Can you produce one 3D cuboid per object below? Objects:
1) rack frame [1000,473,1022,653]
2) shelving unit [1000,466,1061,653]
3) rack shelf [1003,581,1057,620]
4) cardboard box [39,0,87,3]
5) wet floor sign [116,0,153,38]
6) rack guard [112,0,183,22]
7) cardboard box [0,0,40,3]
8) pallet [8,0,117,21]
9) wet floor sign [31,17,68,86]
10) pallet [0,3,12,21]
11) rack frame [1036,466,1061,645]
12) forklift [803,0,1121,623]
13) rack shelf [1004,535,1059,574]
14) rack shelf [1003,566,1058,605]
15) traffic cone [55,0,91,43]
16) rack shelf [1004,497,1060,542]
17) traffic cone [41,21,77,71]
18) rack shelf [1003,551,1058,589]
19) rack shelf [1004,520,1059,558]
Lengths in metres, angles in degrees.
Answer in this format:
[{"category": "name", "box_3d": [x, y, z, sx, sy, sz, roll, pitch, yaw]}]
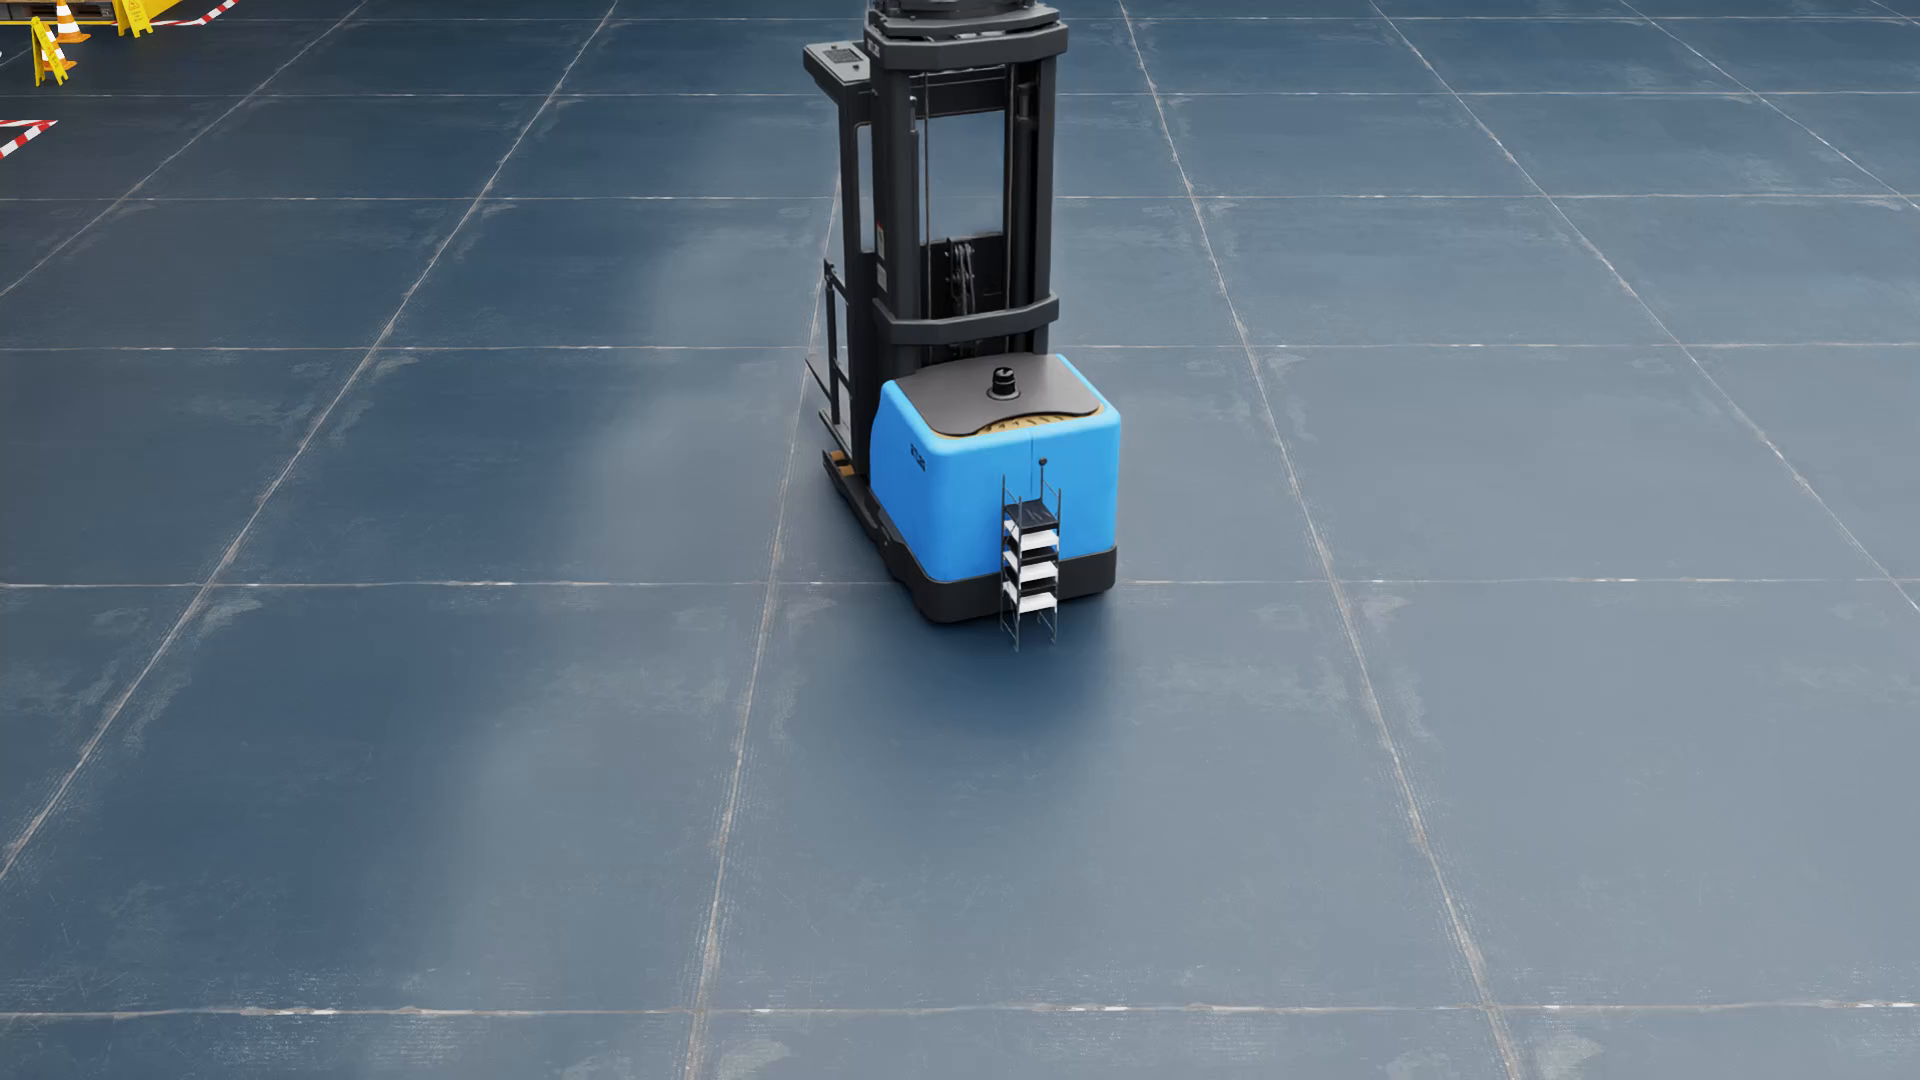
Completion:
[{"category": "rack frame", "box_3d": [0.248, 0.121, 8.183, 0.006, 0.900, 0.240, -11, 33, -17]}, {"category": "shelving unit", "box_3d": [0.343, 0.102, 8.213, 0.210, 0.900, 0.258, -11, 33, -17]}, {"category": "rack shelf", "box_3d": [0.343, 0.284, 8.324, 0.200, 0.077, 0.258, -11, 33, -17]}, {"category": "cardboard box", "box_3d": [-10.221, -6.346, 19.064, 0.500, 0.250, 0.500, 0, 31, -1]}, {"category": "wet floor sign", "box_3d": [-9.194, -5.924, 18.391, 0.232, 0.644, 0.267, 10, 33, 17]}, {"category": "rack guard", "box_3d": [-9.467, -6.416, 19.342, 0.348, 0.500, 1.175, 0, 31, 0]}, {"category": "cardboard box", "box_3d": [-10.715, -6.349, 19.068, 0.500, 0.250, 0.500, 0, 31, 0]}, {"category": "pallet", "box_3d": [-10.279, -6.308, 19.443, 1.213, 0.211, 1.003, 0, 31, 0]}, {"category": "wet floor sign", "box_3d": [-9.243, -4.938, 16.766, 0.232, 0.644, 0.267, -5, 32, -9]}, {"category": "pallet", "box_3d": [-11.496, -6.306, 19.439, 1.213, 0.211, 1.003, 0, 31, 0]}, {"category": "rack frame", "box_3d": [0.439, 0.084, 8.243, 0.006, 0.900, 0.240, -11, 33, -17]}, {"category": "forklift", "box_3d": [-0.167, -1.588, 9.041, 1.130, 2.935, 3.031, -11, 33, -17]}, {"category": "rack shelf", "box_3d": [0.343, 0.054, 8.184, 0.200, 0.077, 0.258, -11, 33, -17]}, {"category": "rack shelf", "box_3d": [0.343, 0.208, 8.277, 0.200, 0.077, 0.258, -11, 33, -17]}, {"category": "traffic cone", "box_3d": [-9.813, -5.729, 18.247, 0.334, 0.463, 0.336, 0, 31, 0]}, {"category": "rack shelf", "box_3d": [0.343, -0.100, 8.090, 0.200, 0.077, 0.258, -11, 33, -17]}, {"category": "traffic cone", "box_3d": [-9.466, -5.155, 17.300, 0.334, 0.463, 0.336, 0, 31, 0]}, {"category": "rack shelf", "box_3d": [0.343, 0.131, 8.230, 0.200, 0.077, 0.258, -11, 33, -17]}, {"category": "rack shelf", "box_3d": [0.343, -0.023, 8.137, 0.200, 0.077, 0.258, -11, 33, -17]}]
